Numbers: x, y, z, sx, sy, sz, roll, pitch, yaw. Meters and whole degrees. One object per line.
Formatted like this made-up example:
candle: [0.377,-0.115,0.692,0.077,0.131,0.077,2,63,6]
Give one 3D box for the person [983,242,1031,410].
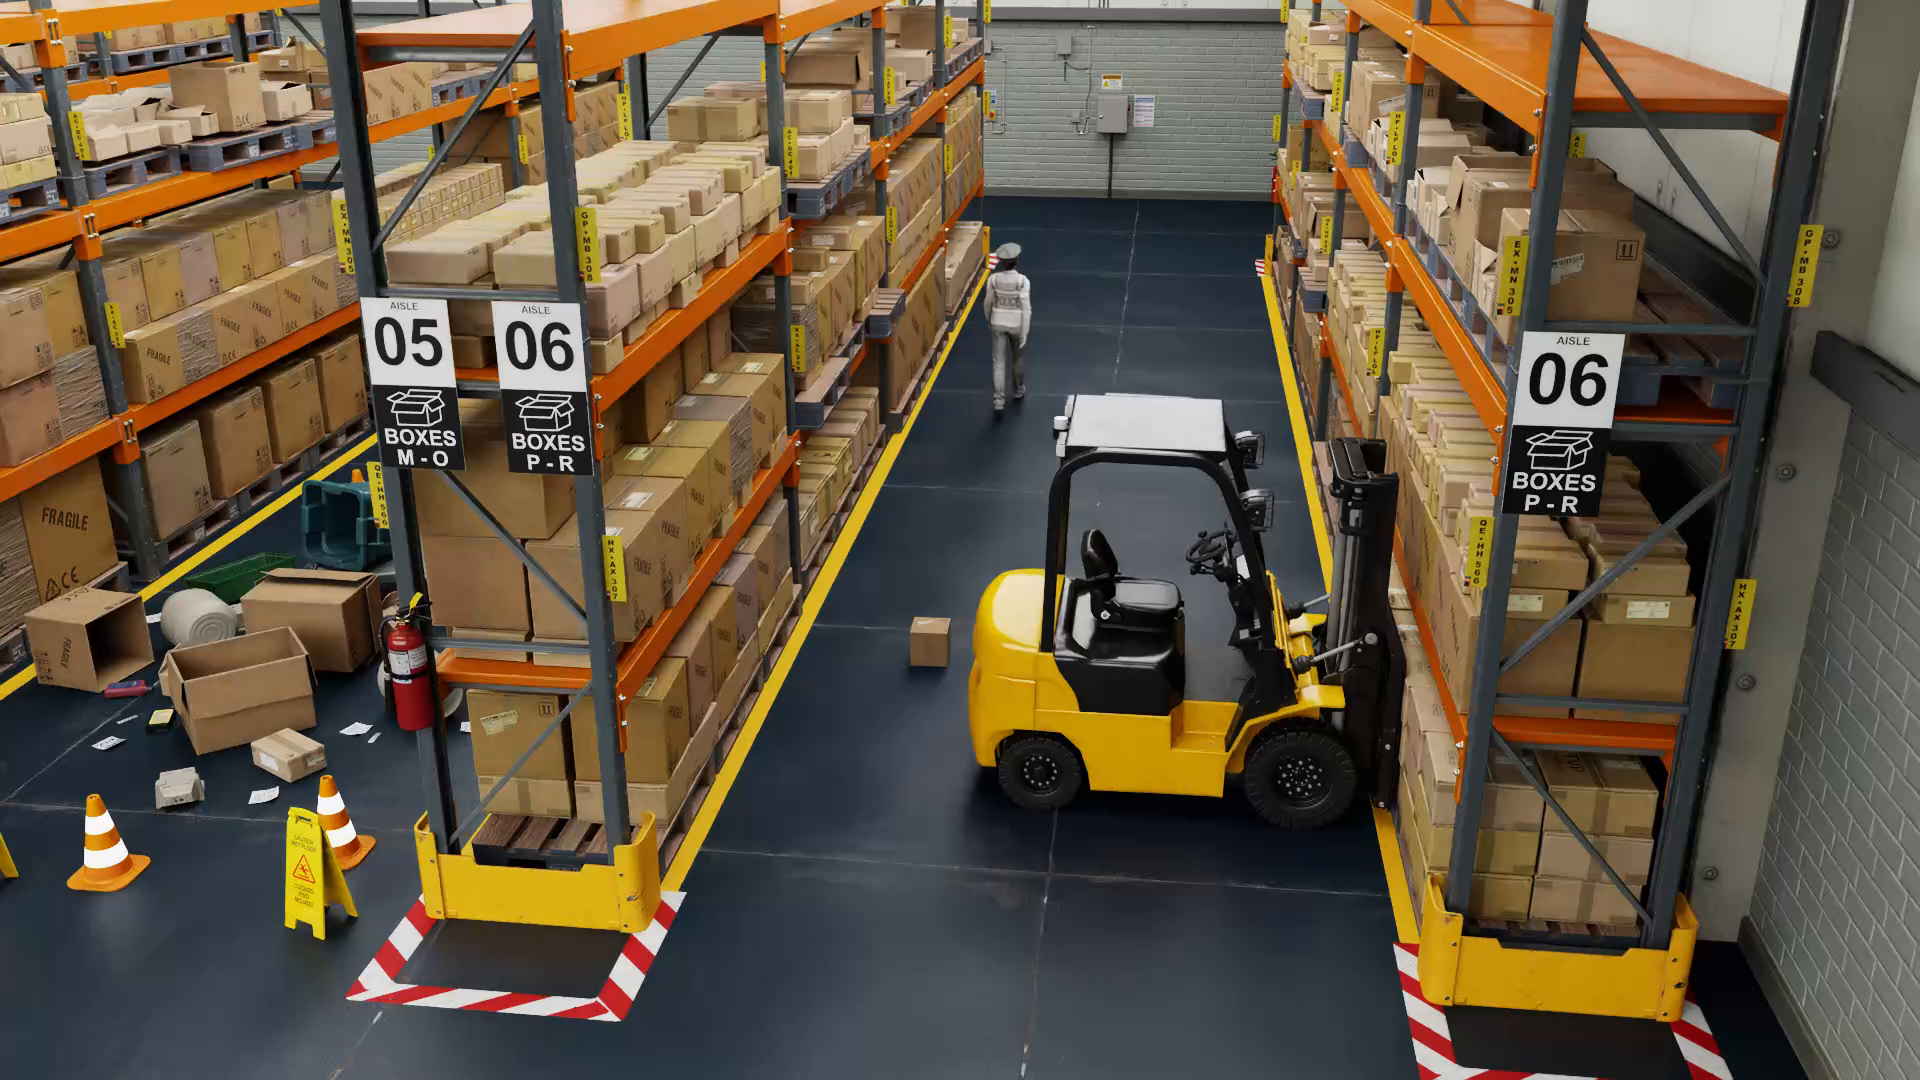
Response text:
person: [0.470,-2.138,16.517,0.489,1.638,1.013,2,21,5]
